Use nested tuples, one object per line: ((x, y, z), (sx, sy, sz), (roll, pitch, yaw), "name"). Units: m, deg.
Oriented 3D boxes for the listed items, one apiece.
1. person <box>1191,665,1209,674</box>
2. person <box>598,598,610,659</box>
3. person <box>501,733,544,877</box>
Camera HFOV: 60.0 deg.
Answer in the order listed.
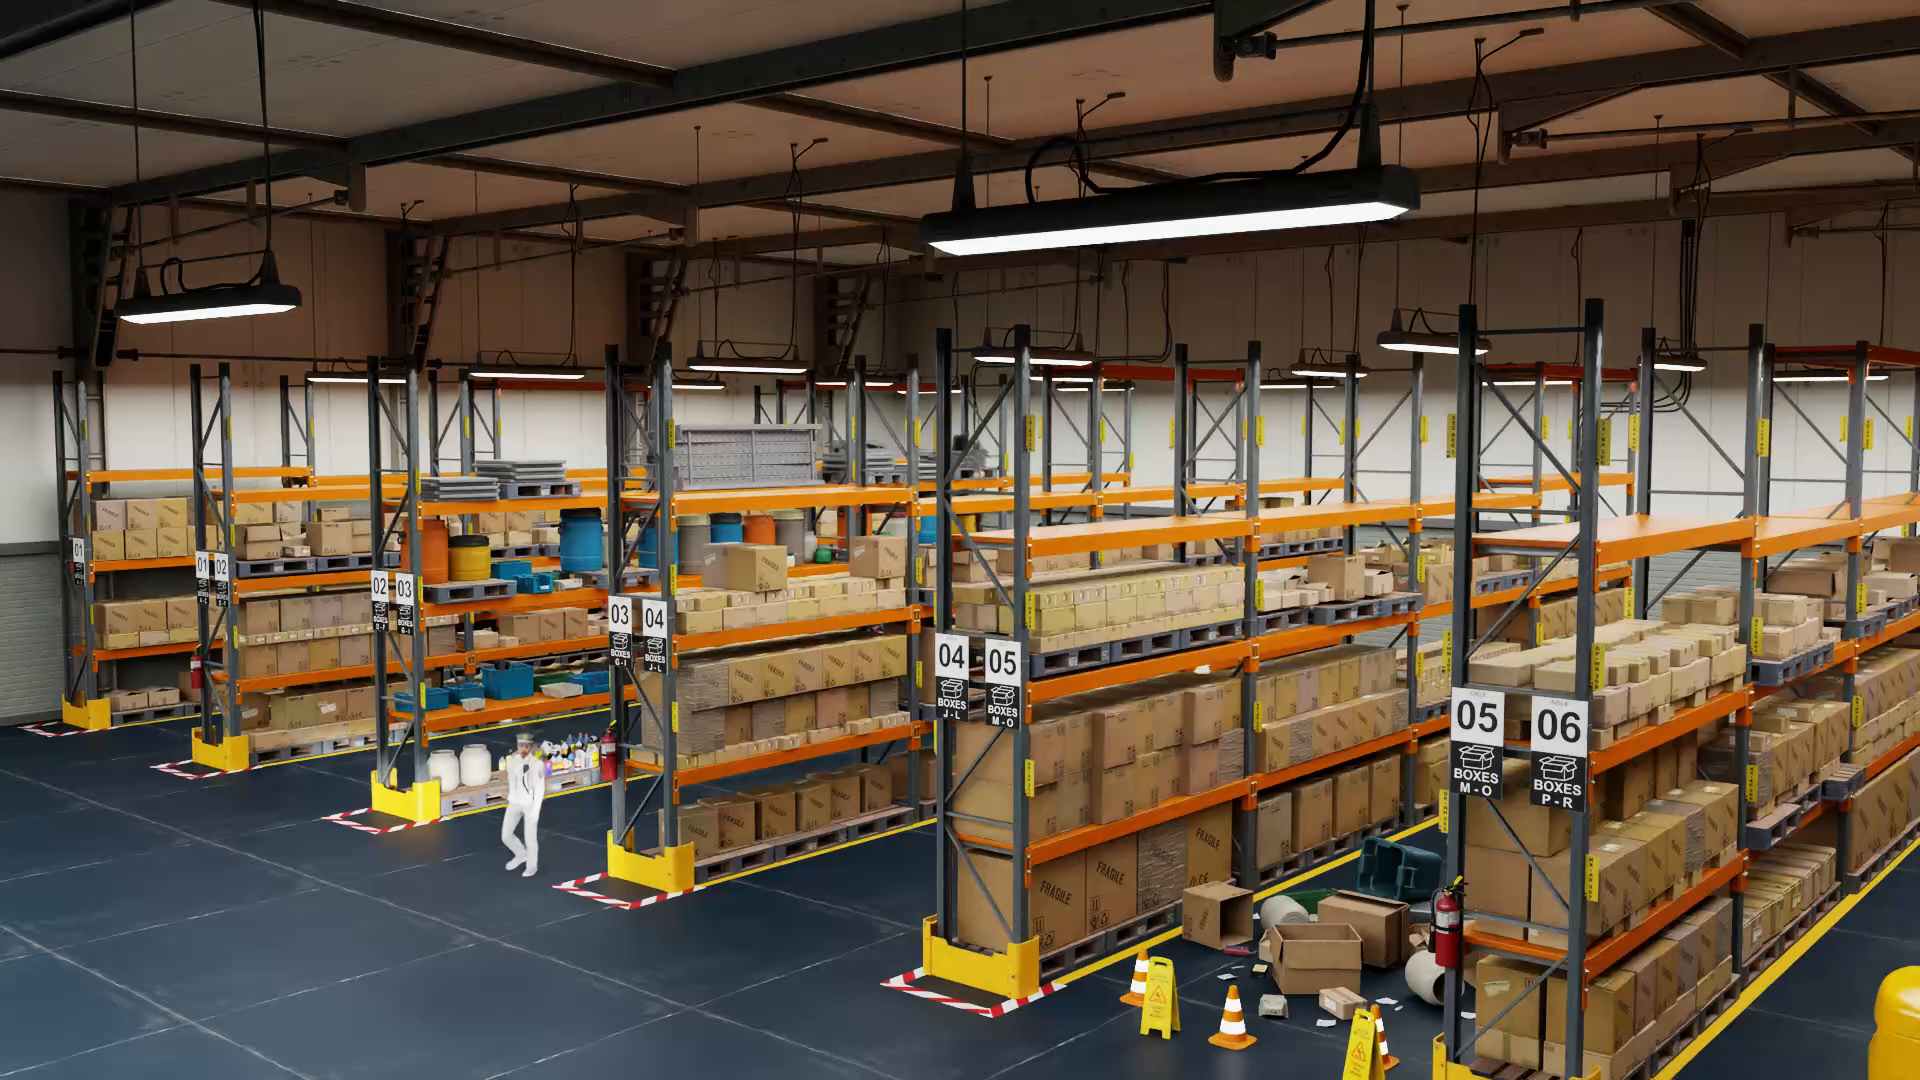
((3.778, 2.593, 24.552), (0.881, 1.603, 0.680), (-3, 5, -39), "person")
((-6.731, 1.955, 32.422), (0.686, 1.753, 0.995), (3, 5, 38), "person")
((-4.900, 2.971, 18.694), (0.598, 1.659, 0.454), (2, 4, 21), "person")
